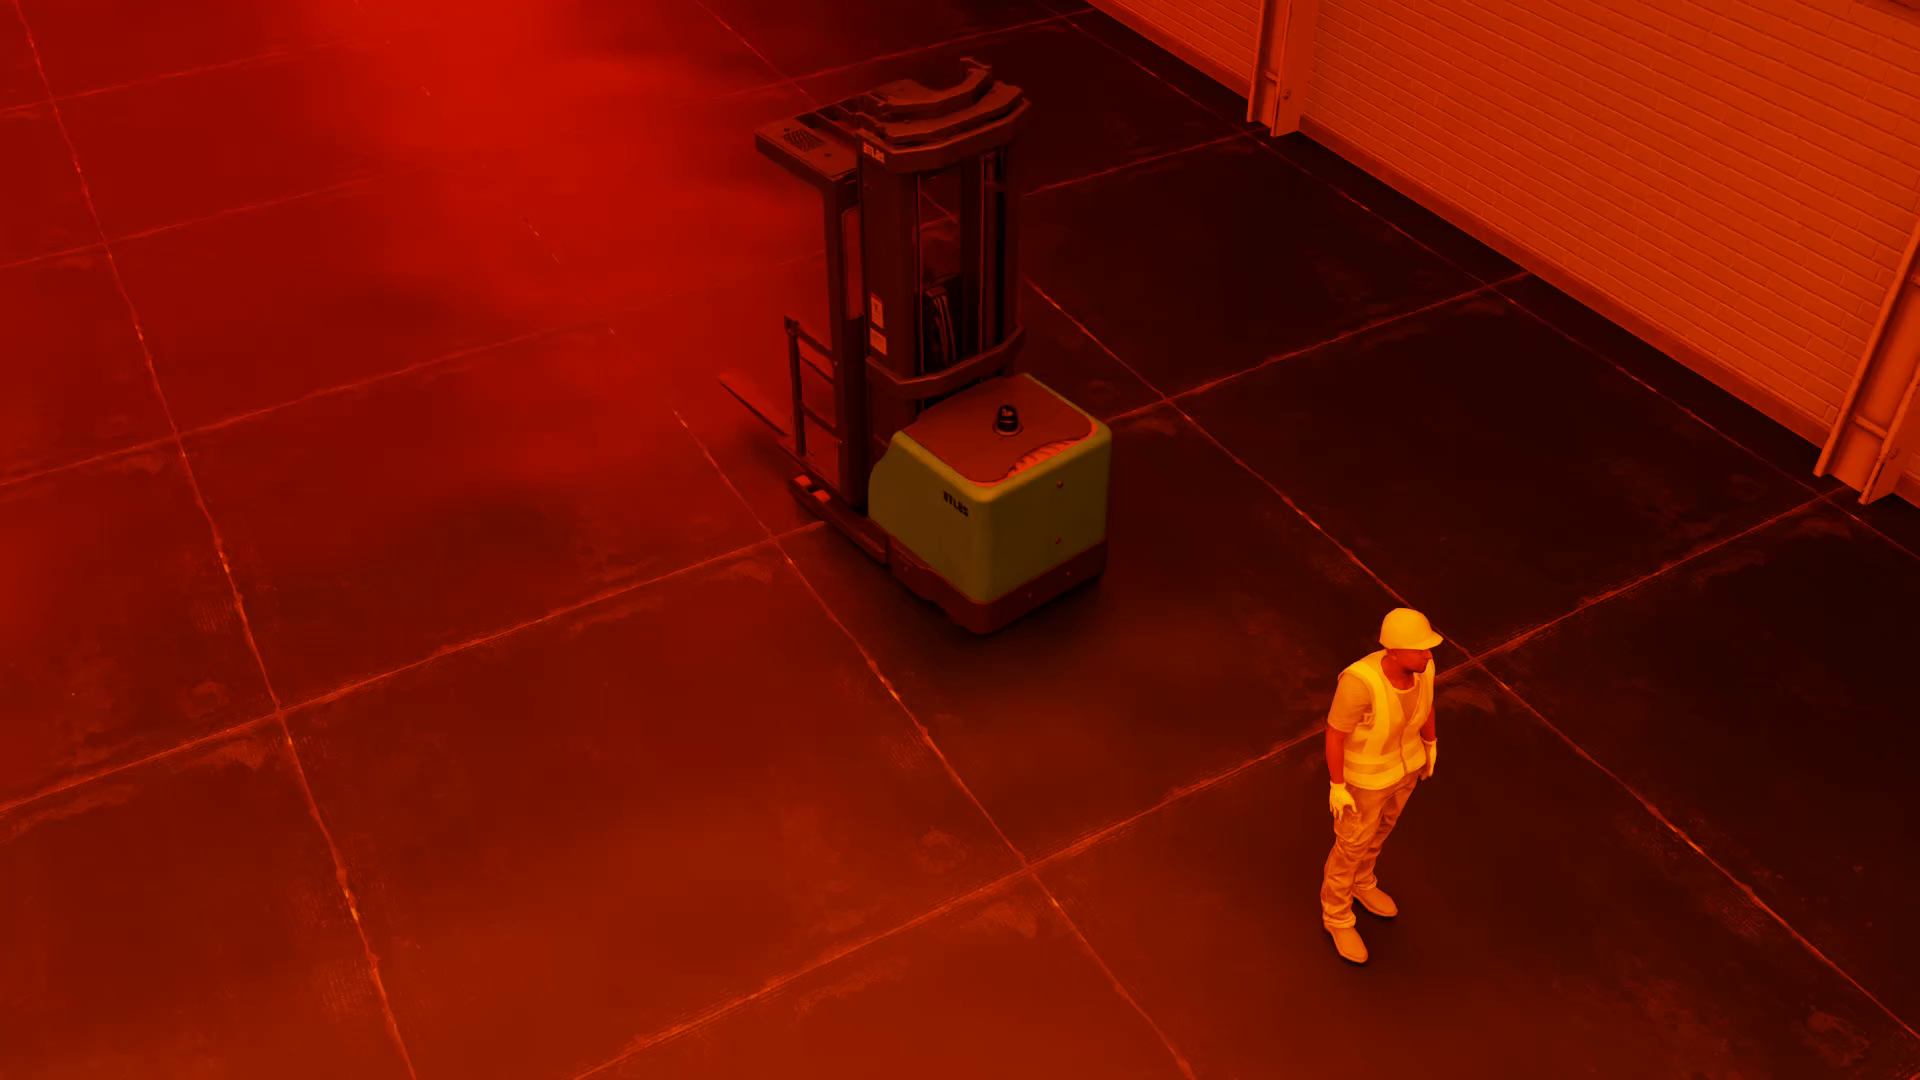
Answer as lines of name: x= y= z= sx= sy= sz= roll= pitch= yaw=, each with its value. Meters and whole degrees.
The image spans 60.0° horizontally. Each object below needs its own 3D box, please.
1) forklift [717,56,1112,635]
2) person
forklift: x=-0.441 y=-1.460 z=9.797 sx=1.130 sy=2.935 sz=3.031 roll=-28 pitch=47 yaw=-29
person: x=1.971 y=1.087 z=7.614 sx=0.656 sy=1.782 sz=0.577 roll=-23 pitch=45 yaw=-25
